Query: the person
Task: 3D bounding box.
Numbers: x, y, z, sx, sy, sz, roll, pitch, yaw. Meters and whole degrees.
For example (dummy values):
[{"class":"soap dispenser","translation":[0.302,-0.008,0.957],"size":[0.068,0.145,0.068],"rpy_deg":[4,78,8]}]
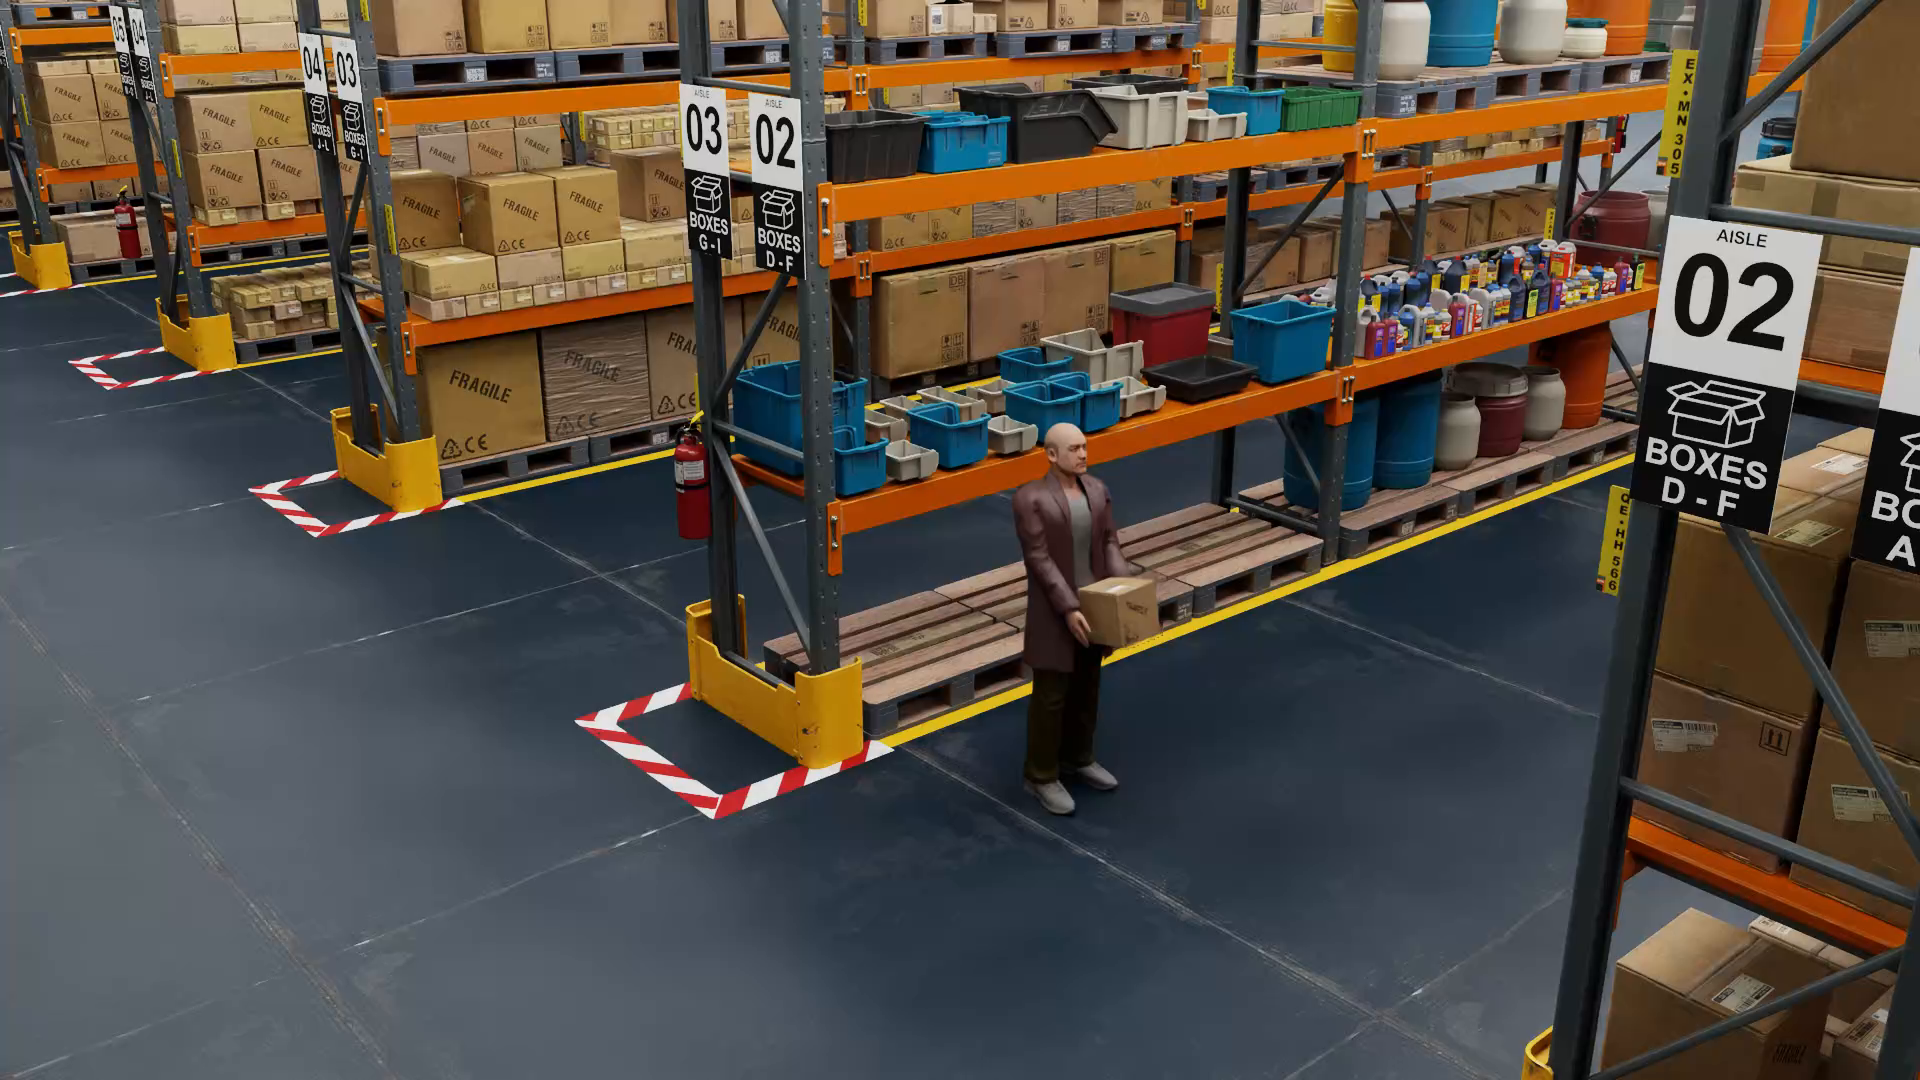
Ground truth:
[{"class":"person","translation":[0.551,0.356,7.726],"size":[0.552,1.780,0.536],"rpy_deg":[-13,24,-31]}]
